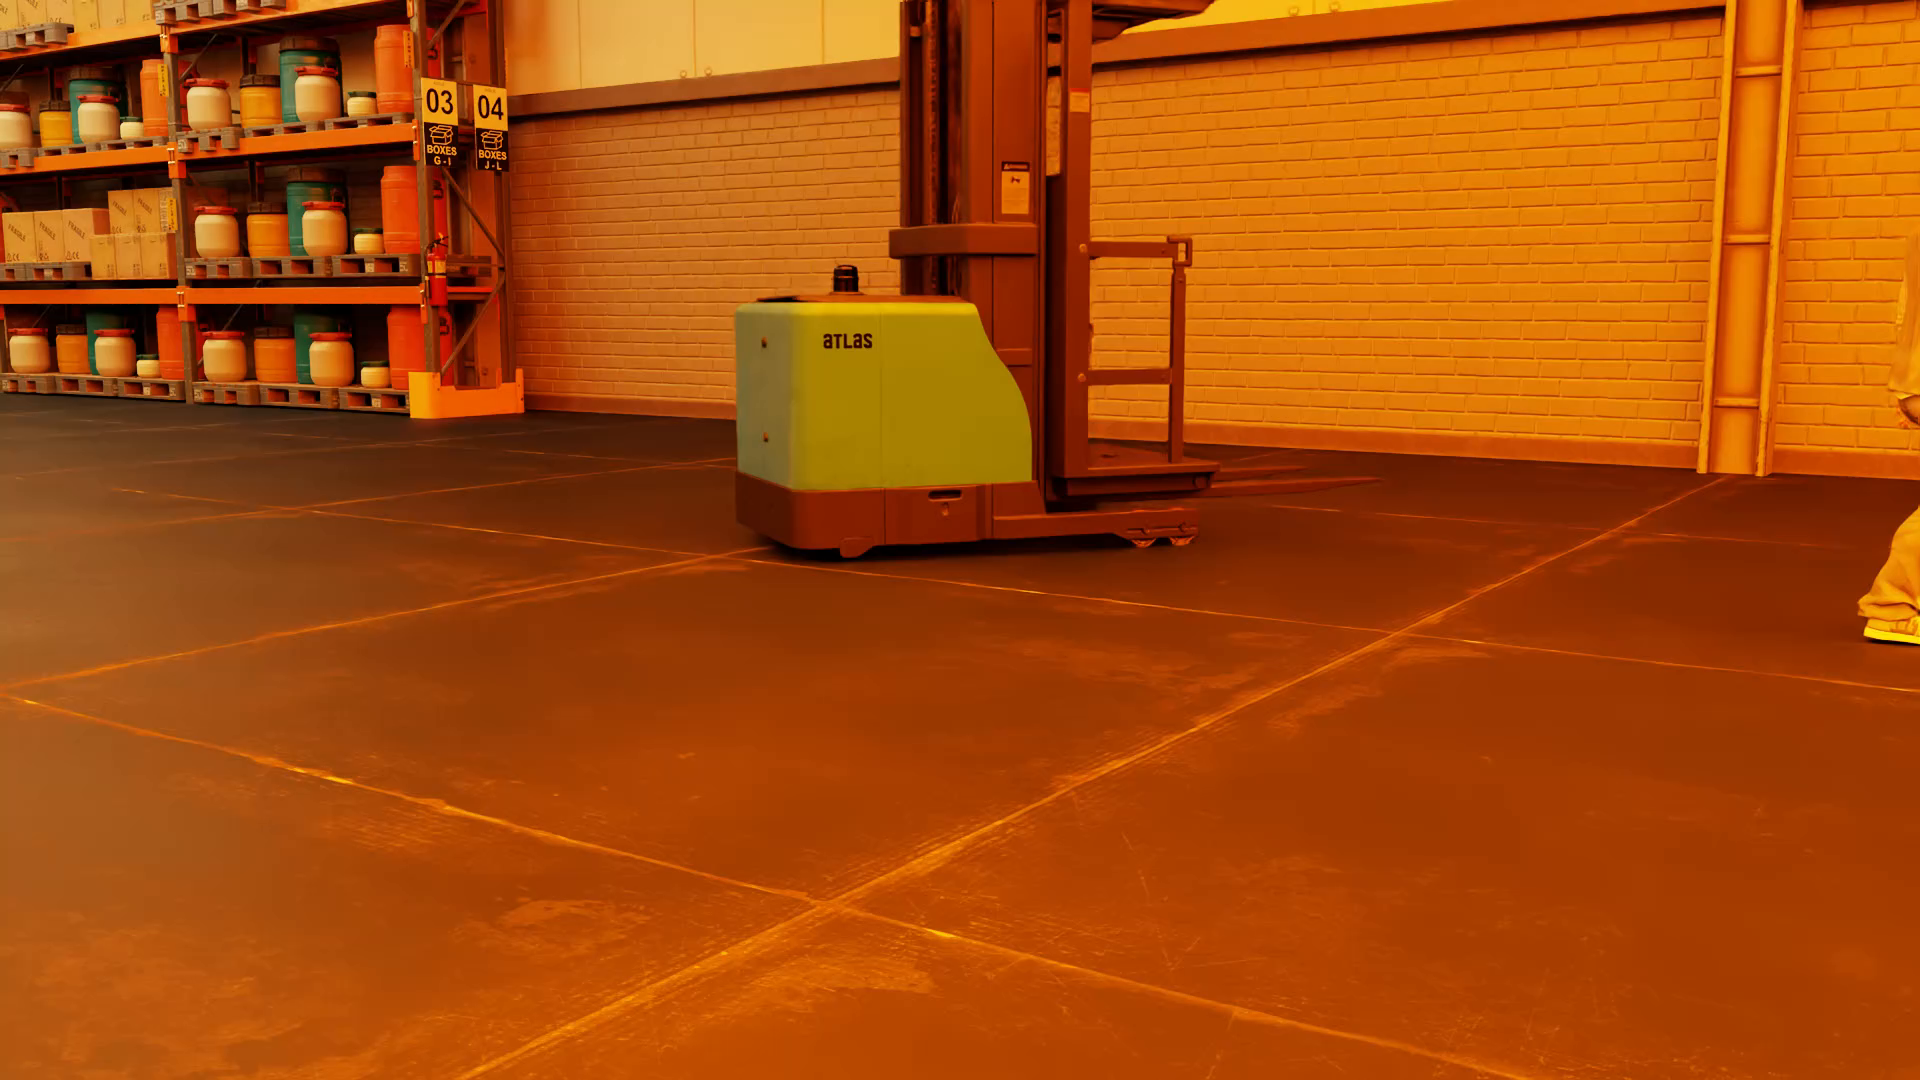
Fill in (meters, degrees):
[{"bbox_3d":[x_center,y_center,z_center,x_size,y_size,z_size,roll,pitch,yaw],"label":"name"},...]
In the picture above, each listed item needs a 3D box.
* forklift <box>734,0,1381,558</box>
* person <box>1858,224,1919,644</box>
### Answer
[{"bbox_3d":[0.529,-1.487,7.651,3.031,2.935,1.130,-3,9,-23],"label":"forklift"},{"bbox_3d":[3.113,-0.431,5.224,0.459,1.627,0.510,2,8,14],"label":"person"}]
